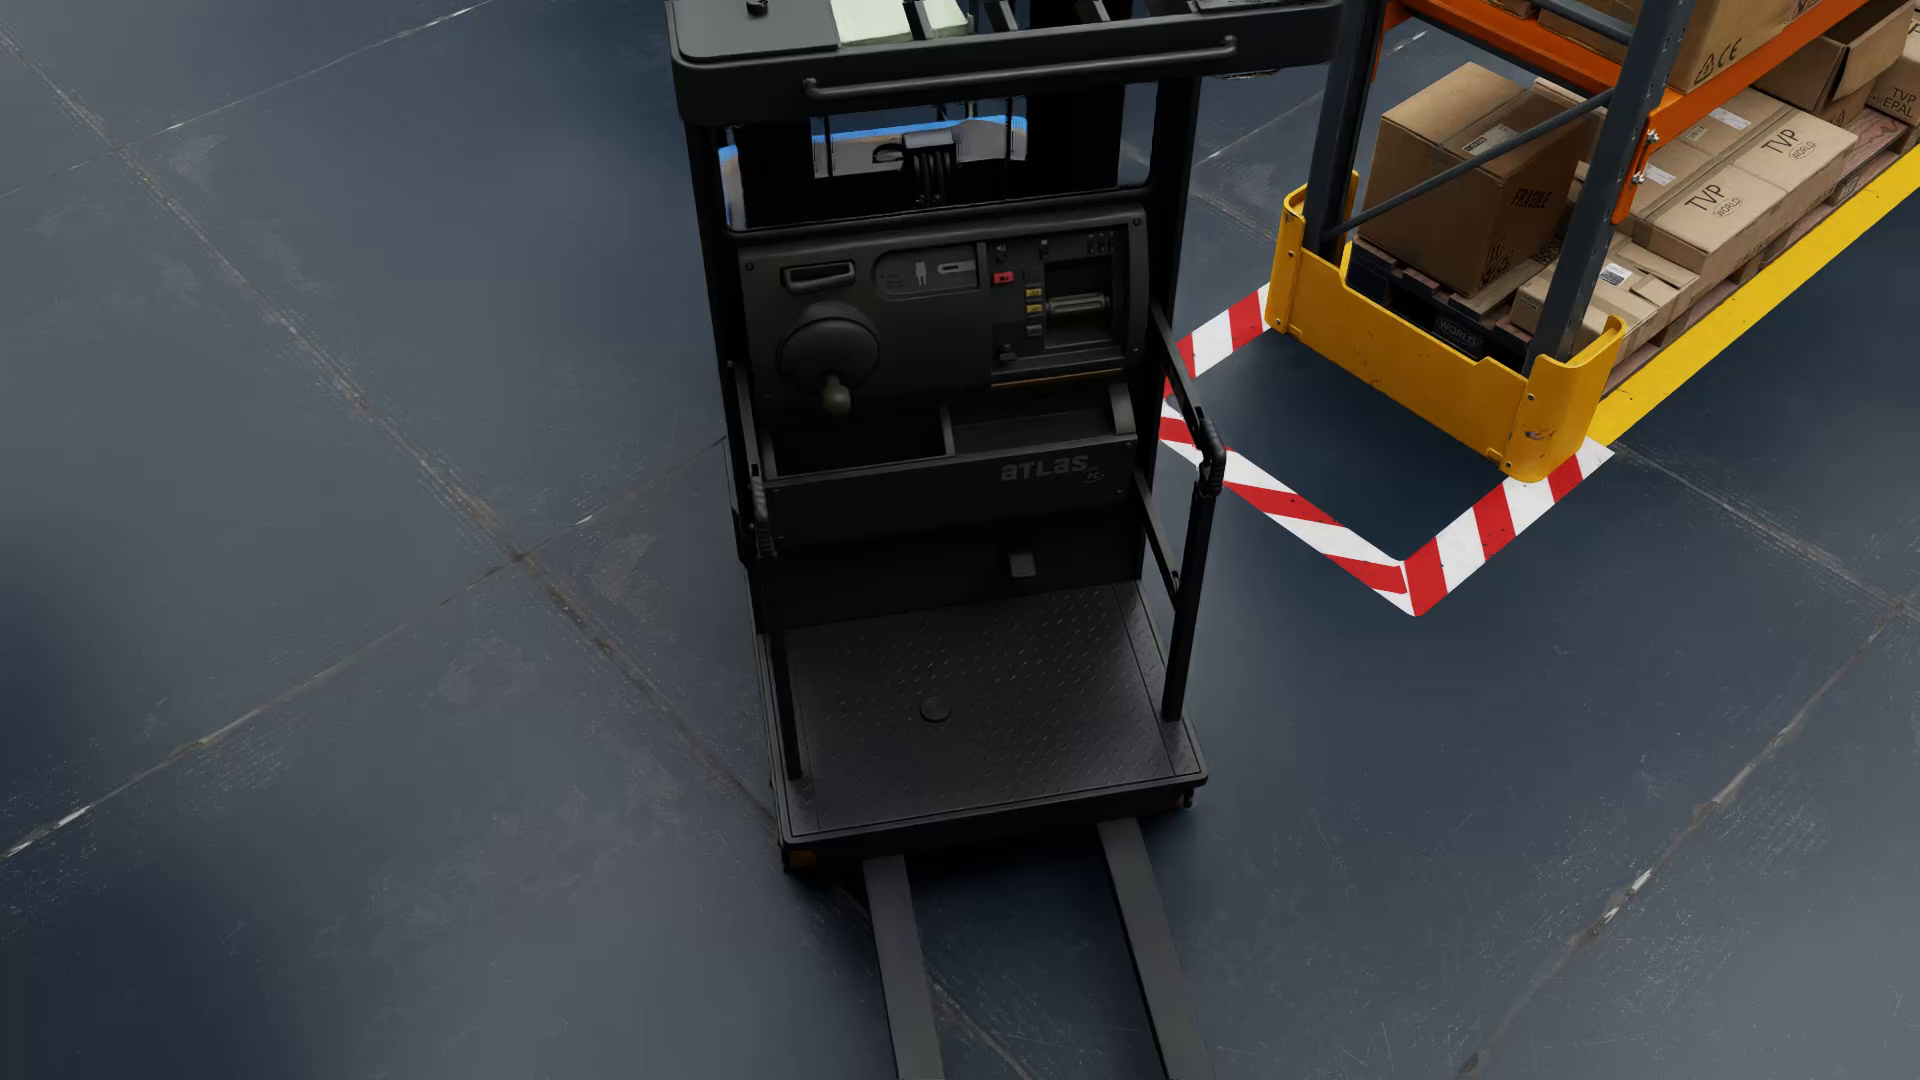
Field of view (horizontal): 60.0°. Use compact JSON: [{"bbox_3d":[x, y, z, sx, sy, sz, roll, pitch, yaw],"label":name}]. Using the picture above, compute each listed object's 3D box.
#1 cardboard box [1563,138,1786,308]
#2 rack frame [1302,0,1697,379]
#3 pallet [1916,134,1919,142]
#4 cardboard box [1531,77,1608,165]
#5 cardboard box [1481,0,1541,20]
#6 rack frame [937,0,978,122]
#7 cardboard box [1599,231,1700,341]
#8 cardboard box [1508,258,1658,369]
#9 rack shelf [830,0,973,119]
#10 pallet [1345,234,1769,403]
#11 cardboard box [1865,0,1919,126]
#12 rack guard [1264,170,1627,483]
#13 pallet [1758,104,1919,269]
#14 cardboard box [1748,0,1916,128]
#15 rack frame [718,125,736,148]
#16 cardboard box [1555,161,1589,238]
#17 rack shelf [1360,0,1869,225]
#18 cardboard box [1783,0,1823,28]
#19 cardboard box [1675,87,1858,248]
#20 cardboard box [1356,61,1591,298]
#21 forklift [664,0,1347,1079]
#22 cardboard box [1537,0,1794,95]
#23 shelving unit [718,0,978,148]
[{"bbox_3d":[2.495,-1.126,5.820,0.500,0.250,0.500,-34,56,-27],"label":"cardboard box"},{"bbox_3d":[1.532,-1.548,4.637,0.127,3.000,1.000,-34,56,-27],"label":"rack frame"},{"bbox_3d":[3.982,-2.241,7.174,1.213,0.211,1.003,-34,56,-27],"label":"pallet"},{"bbox_3d":[2.491,-1.621,6.276,0.500,0.250,0.500,-34,56,-27],"label":"cardboard box"},{"bbox_3d":[1.680,-1.951,4.941,0.500,0.500,0.500,-32,55,-26],"label":"cardboard box"},{"bbox_3d":[-0.012,-1.293,5.423,0.023,1.500,0.400,-12,48,-11],"label":"rack frame"},{"bbox_3d":[2.258,-0.880,5.649,0.250,0.166,0.380,-34,56,-27],"label":"cardboard box"},{"bbox_3d":[2.073,-0.750,5.542,0.250,0.149,0.380,-34,56,-27],"label":"cardboard box"},{"bbox_3d":[-0.363,-1.484,5.068,0.720,0.370,0.431,-12,48,-11],"label":"rack shelf"},{"bbox_3d":[2.177,-1.034,6.061,1.213,0.211,1.003,-34,56,-27],"label":"pallet"},{"bbox_3d":[3.706,-1.956,6.544,0.500,0.311,0.500,-34,56,-27],"label":"cardboard box"},{"bbox_3d":[1.588,-0.738,5.590,0.348,0.500,1.175,-34,56,-27],"label":"rack guard"},{"bbox_3d":[3.079,-1.634,6.615,1.213,0.211,1.003,-34,56,-27],"label":"pallet"},{"bbox_3d":[3.105,-1.896,6.358,0.637,0.503,0.797,-34,56,-27],"label":"cardboard box"},{"bbox_3d":[-0.715,-1.145,5.286,0.023,1.500,0.400,-12,48,-11],"label":"rack frame"},{"bbox_3d":[2.128,-1.290,6.028,0.250,0.166,0.380,-34,56,-27],"label":"cardboard box"},{"bbox_3d":[3.011,-2.293,5.814,4.000,0.370,1.077,-34,56,-27],"label":"rack shelf"},{"bbox_3d":[2.415,-1.916,4.909,0.500,0.500,0.500,-34,56,-27],"label":"cardboard box"},{"bbox_3d":[2.865,-1.374,6.048,0.500,0.250,0.500,-34,56,-27],"label":"cardboard box"},{"bbox_3d":[1.768,-1.252,5.766,0.500,0.500,0.500,-34,56,-27],"label":"cardboard box"},{"bbox_3d":[0.015,-0.422,3.645,1.130,2.935,3.031,-8,48,-7],"label":"forklift"},{"bbox_3d":[2.037,-1.658,4.671,0.500,0.500,0.500,-33,55,-26],"label":"cardboard box"},{"bbox_3d":[-0.363,-1.219,5.355,0.755,1.500,0.431,-12,48,-11],"label":"shelving unit"}]
